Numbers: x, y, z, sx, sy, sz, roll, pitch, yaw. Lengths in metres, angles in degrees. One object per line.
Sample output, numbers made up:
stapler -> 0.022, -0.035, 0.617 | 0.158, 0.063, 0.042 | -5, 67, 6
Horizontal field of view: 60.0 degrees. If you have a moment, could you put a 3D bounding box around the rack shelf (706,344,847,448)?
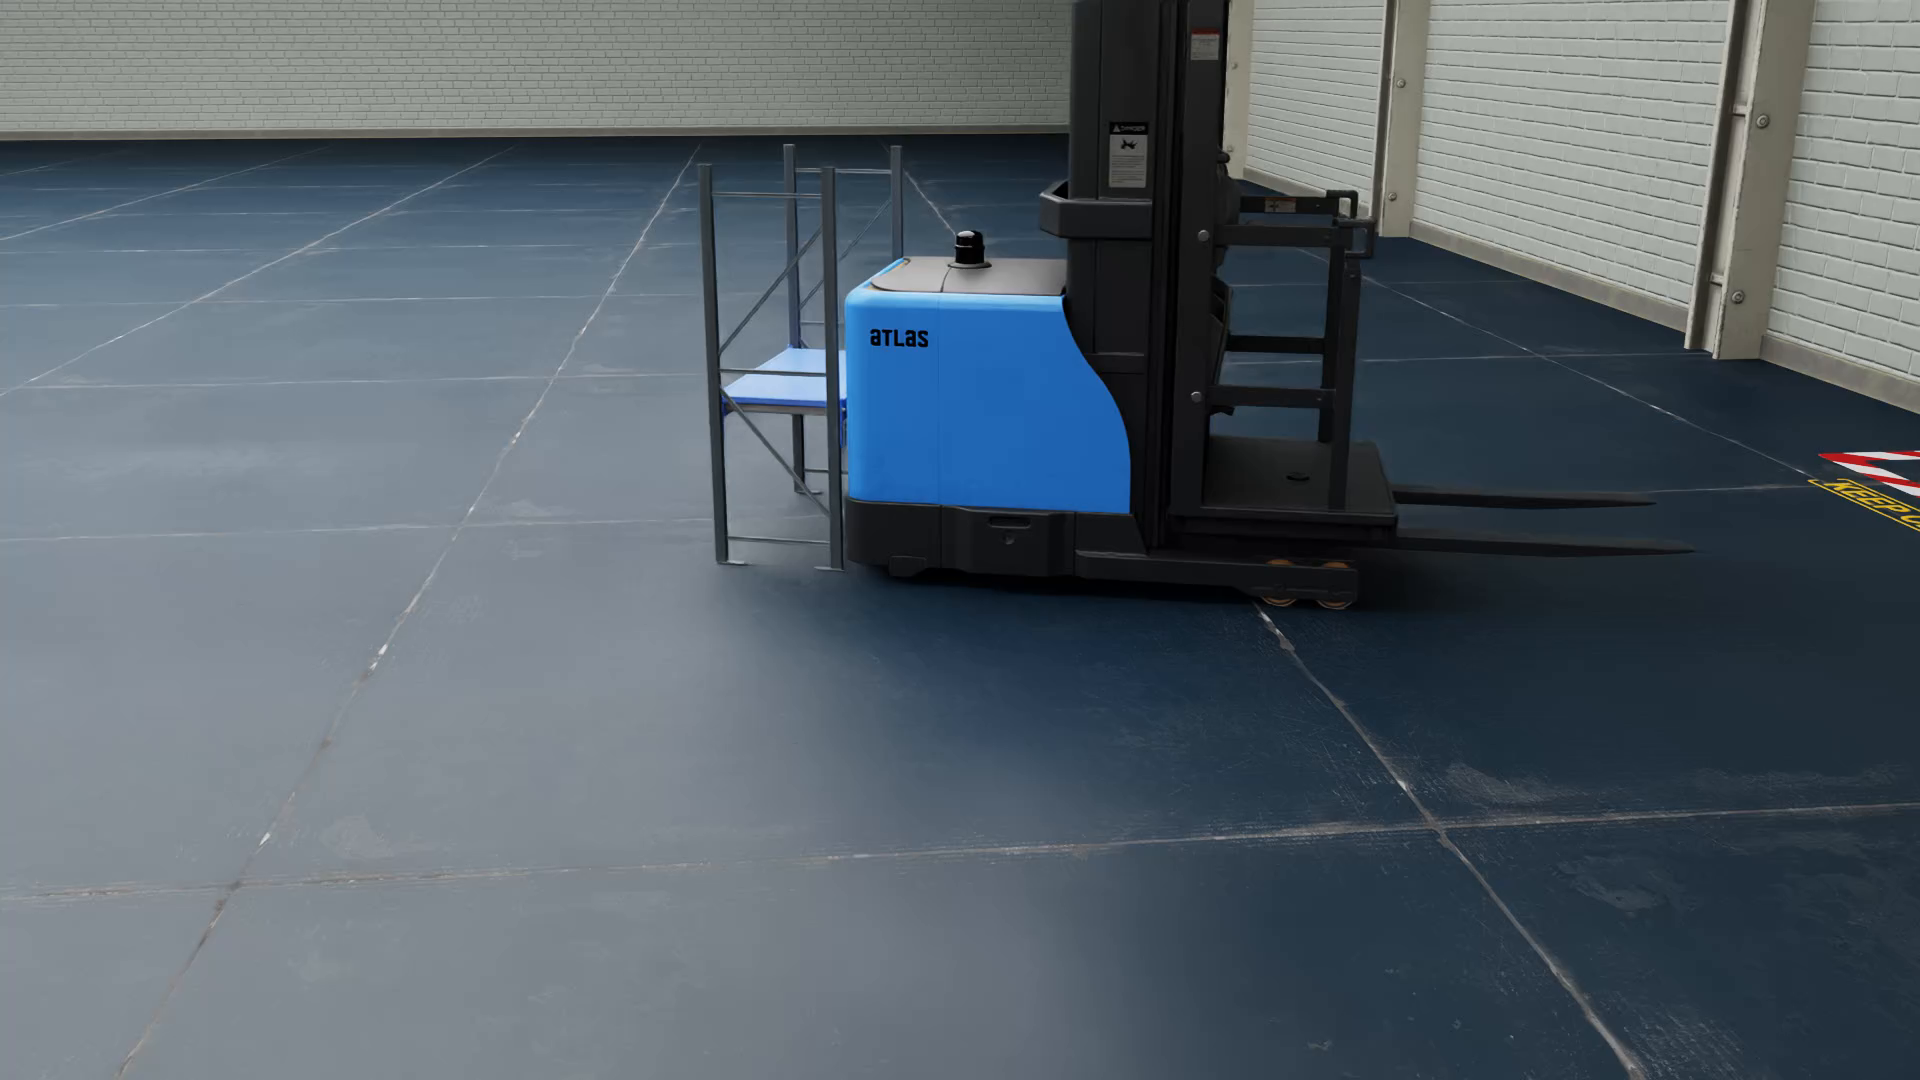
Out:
rack shelf -> -0.587, -0.590, 6.655 | 0.538, 0.185, 1.000 | 4, 18, 11

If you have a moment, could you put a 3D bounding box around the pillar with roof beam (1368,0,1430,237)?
pillar with roof beam -> -0.122, -7.121, 14.335 | 9.100, 9.000, 0.400 | -2, 18, -6

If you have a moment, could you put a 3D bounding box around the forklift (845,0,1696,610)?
forklift -> 1.137, -1.323, 5.998 | 3.031, 2.935, 1.130 | 3, 18, 9

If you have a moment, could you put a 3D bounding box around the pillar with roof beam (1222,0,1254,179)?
pillar with roof beam -> -0.741, -8.908, 20.029 | 9.100, 9.000, 0.400 | -2, 18, -6

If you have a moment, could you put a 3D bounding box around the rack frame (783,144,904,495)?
rack frame -> -0.483, -0.911, 7.076 | 0.500, 1.500, 0.032 | 4, 18, 11

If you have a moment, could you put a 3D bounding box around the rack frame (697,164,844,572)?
rack frame -> -0.690, -0.613, 6.126 | 0.500, 1.500, 0.032 | 4, 18, 11

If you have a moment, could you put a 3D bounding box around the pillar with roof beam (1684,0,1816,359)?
pillar with roof beam -> 0.497, -5.333, 8.641 | 9.100, 9.000, 0.400 | -2, 18, -6

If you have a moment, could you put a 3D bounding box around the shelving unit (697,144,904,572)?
shelving unit -> -0.587, -0.762, 6.601 | 0.538, 1.500, 1.048 | 4, 18, 11
